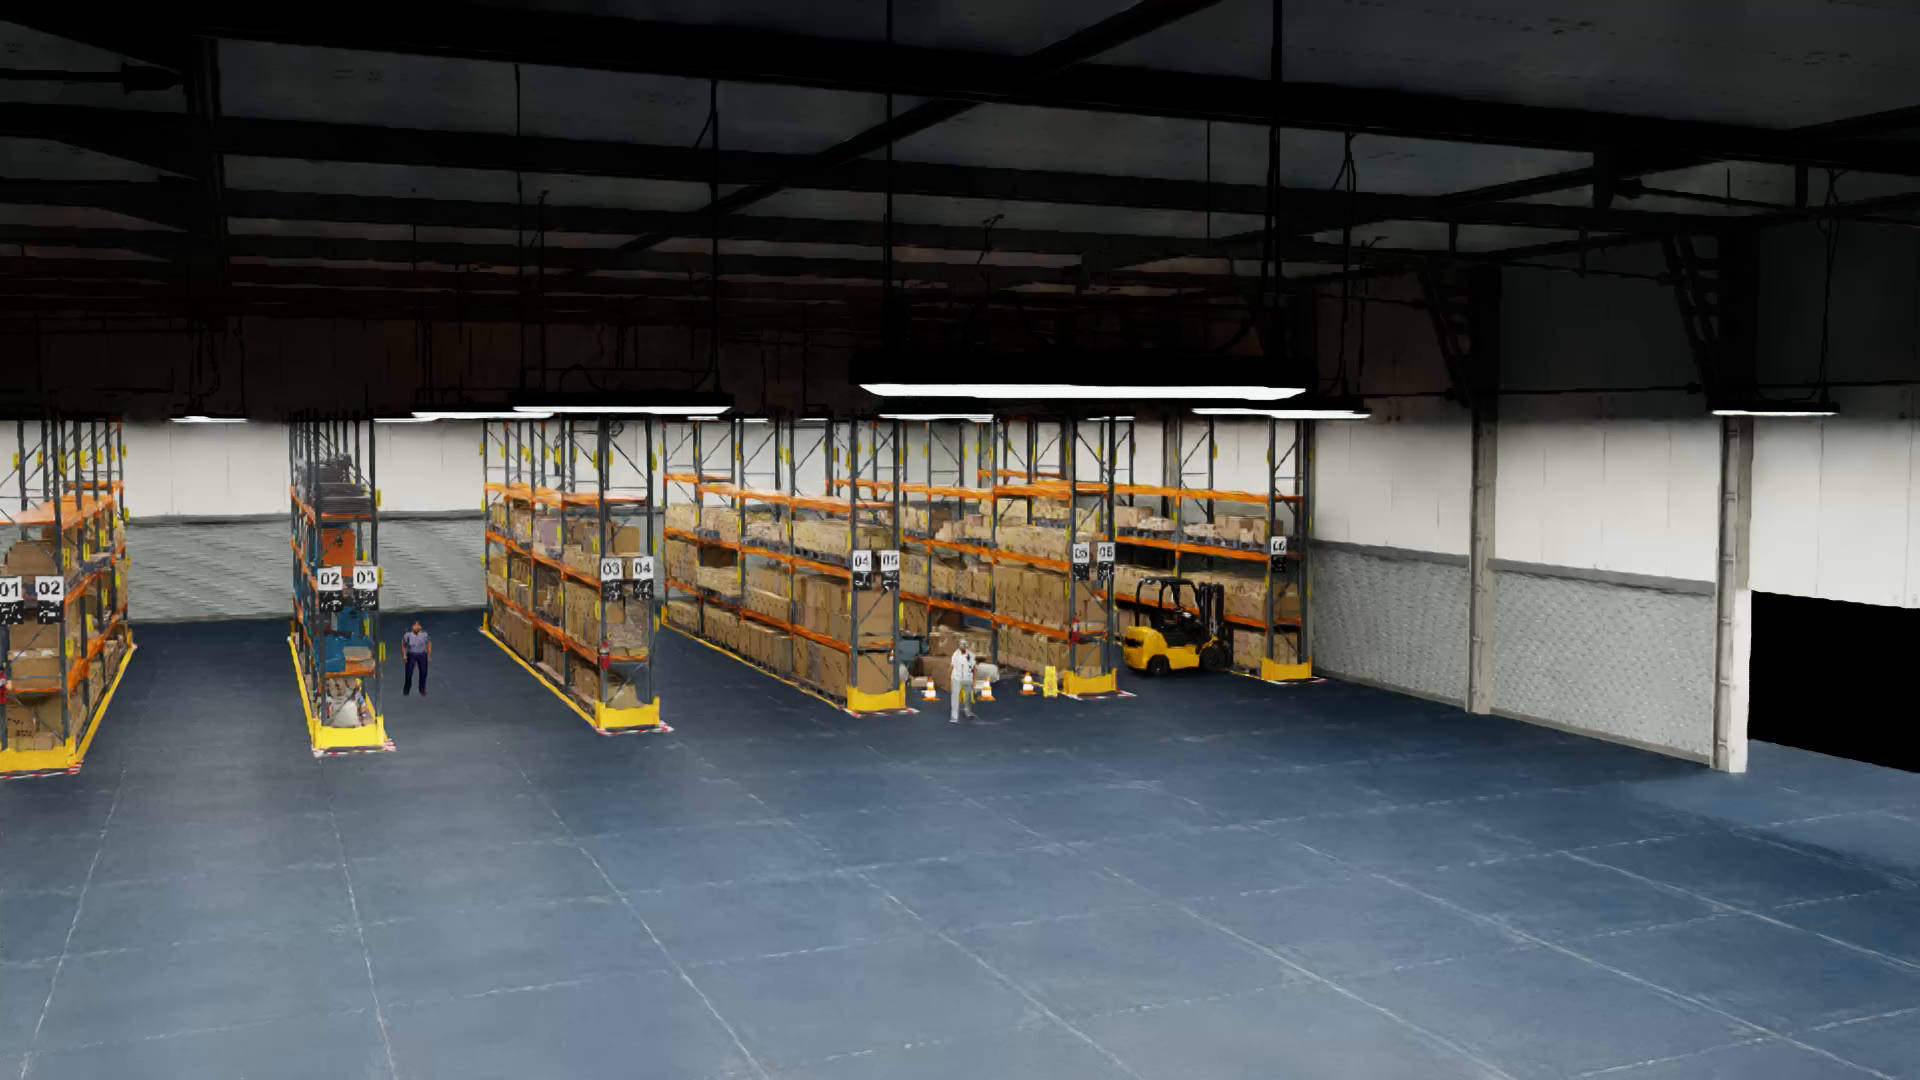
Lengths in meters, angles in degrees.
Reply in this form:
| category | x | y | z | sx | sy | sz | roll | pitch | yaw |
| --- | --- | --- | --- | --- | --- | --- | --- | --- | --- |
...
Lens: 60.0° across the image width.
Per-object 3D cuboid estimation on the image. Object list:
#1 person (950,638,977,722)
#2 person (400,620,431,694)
| category | x | y | z | sx | sy | sz | roll | pitch | yaw |
| --- | --- | --- | --- | --- | --- | --- | --- | --- | --- |
| person | 0.060 | 2.680 | 31.990 | 0.520 | 1.606 | 0.934 | 0 | 4 | 0 |
| person | -11.483 | 2.476 | 35.096 | 0.625 | 1.596 | 0.517 | -2 | 4 | -25 |
